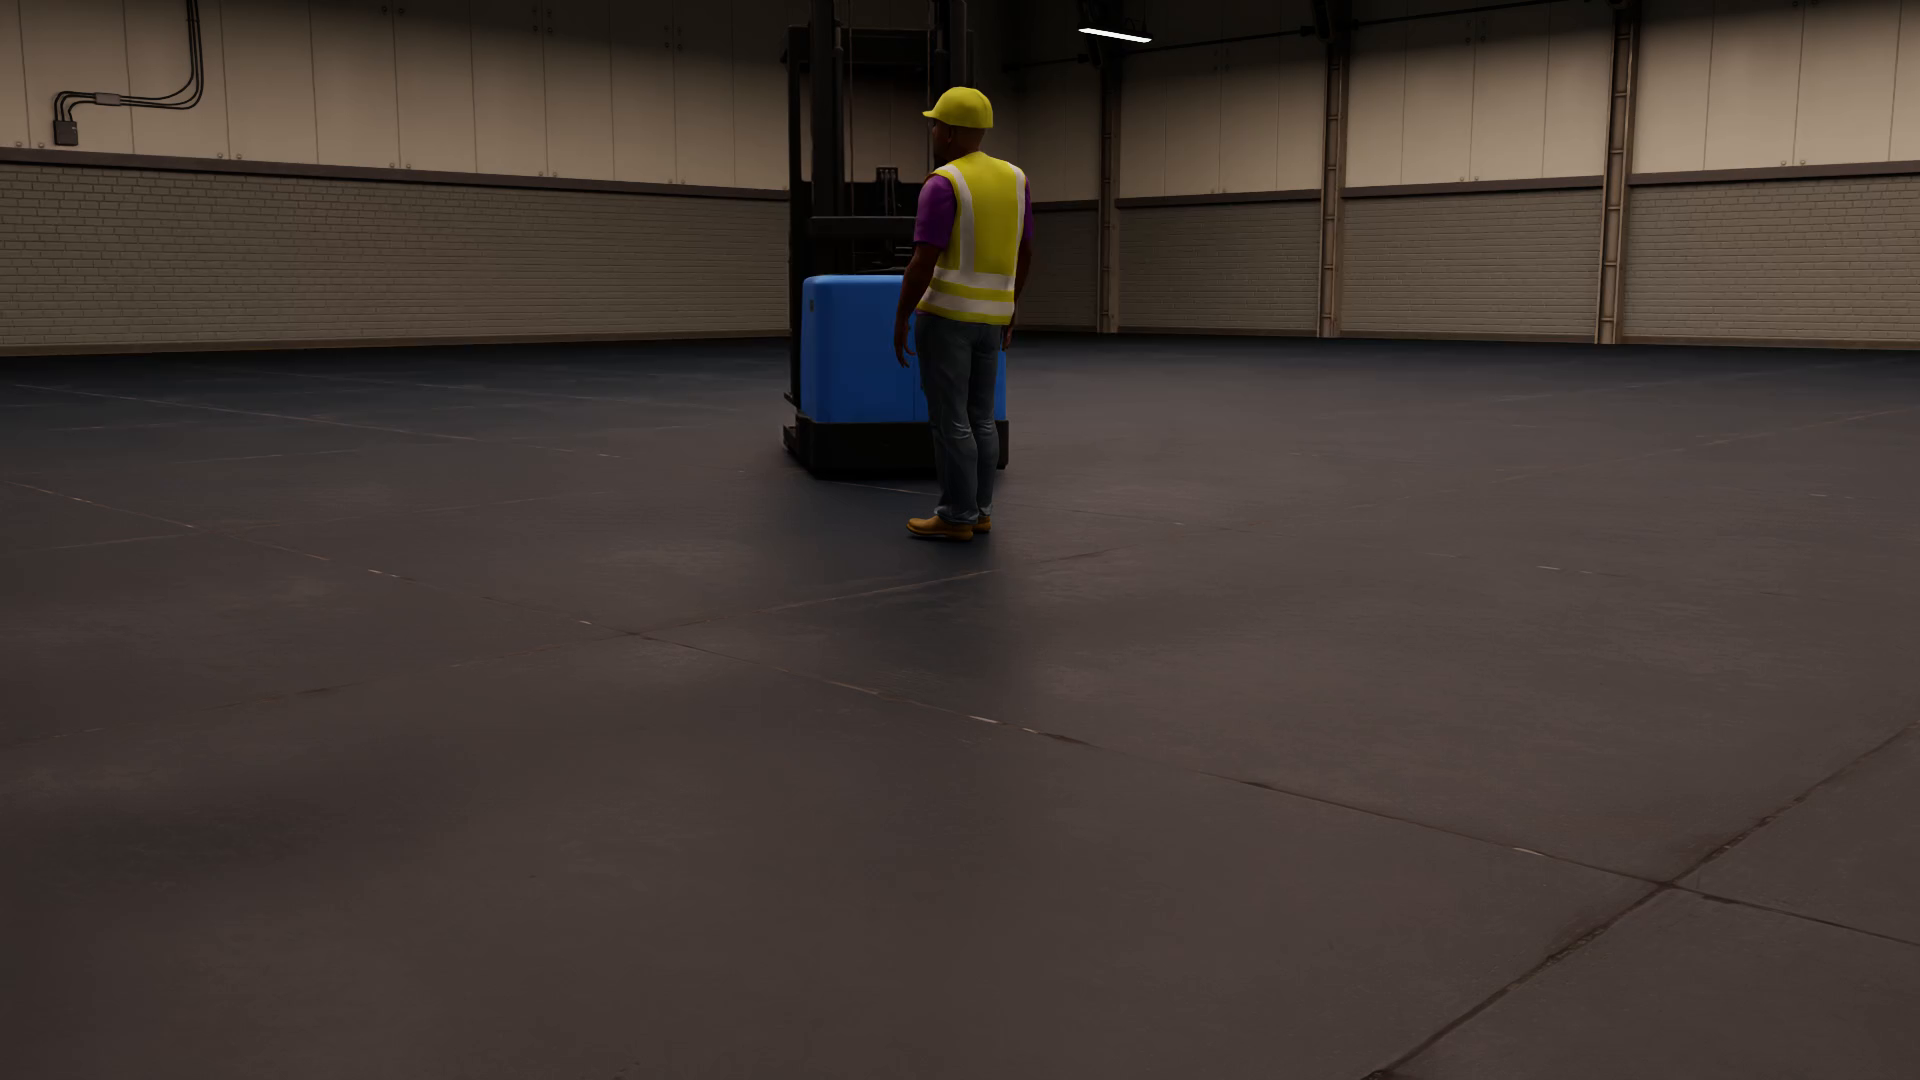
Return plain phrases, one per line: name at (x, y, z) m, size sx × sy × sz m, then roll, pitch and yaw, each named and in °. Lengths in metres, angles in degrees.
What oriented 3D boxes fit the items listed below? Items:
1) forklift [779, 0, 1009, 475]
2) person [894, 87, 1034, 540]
forklift at (-0.502, -1.982, 10.039) m, size 1.130 × 2.935 × 3.031 m, roll -2°, pitch 9°, yaw -10°
person at (-0.045, -0.888, 6.637) m, size 0.577 × 1.765 × 0.665 m, roll 8°, pitch 12°, yaw 43°
